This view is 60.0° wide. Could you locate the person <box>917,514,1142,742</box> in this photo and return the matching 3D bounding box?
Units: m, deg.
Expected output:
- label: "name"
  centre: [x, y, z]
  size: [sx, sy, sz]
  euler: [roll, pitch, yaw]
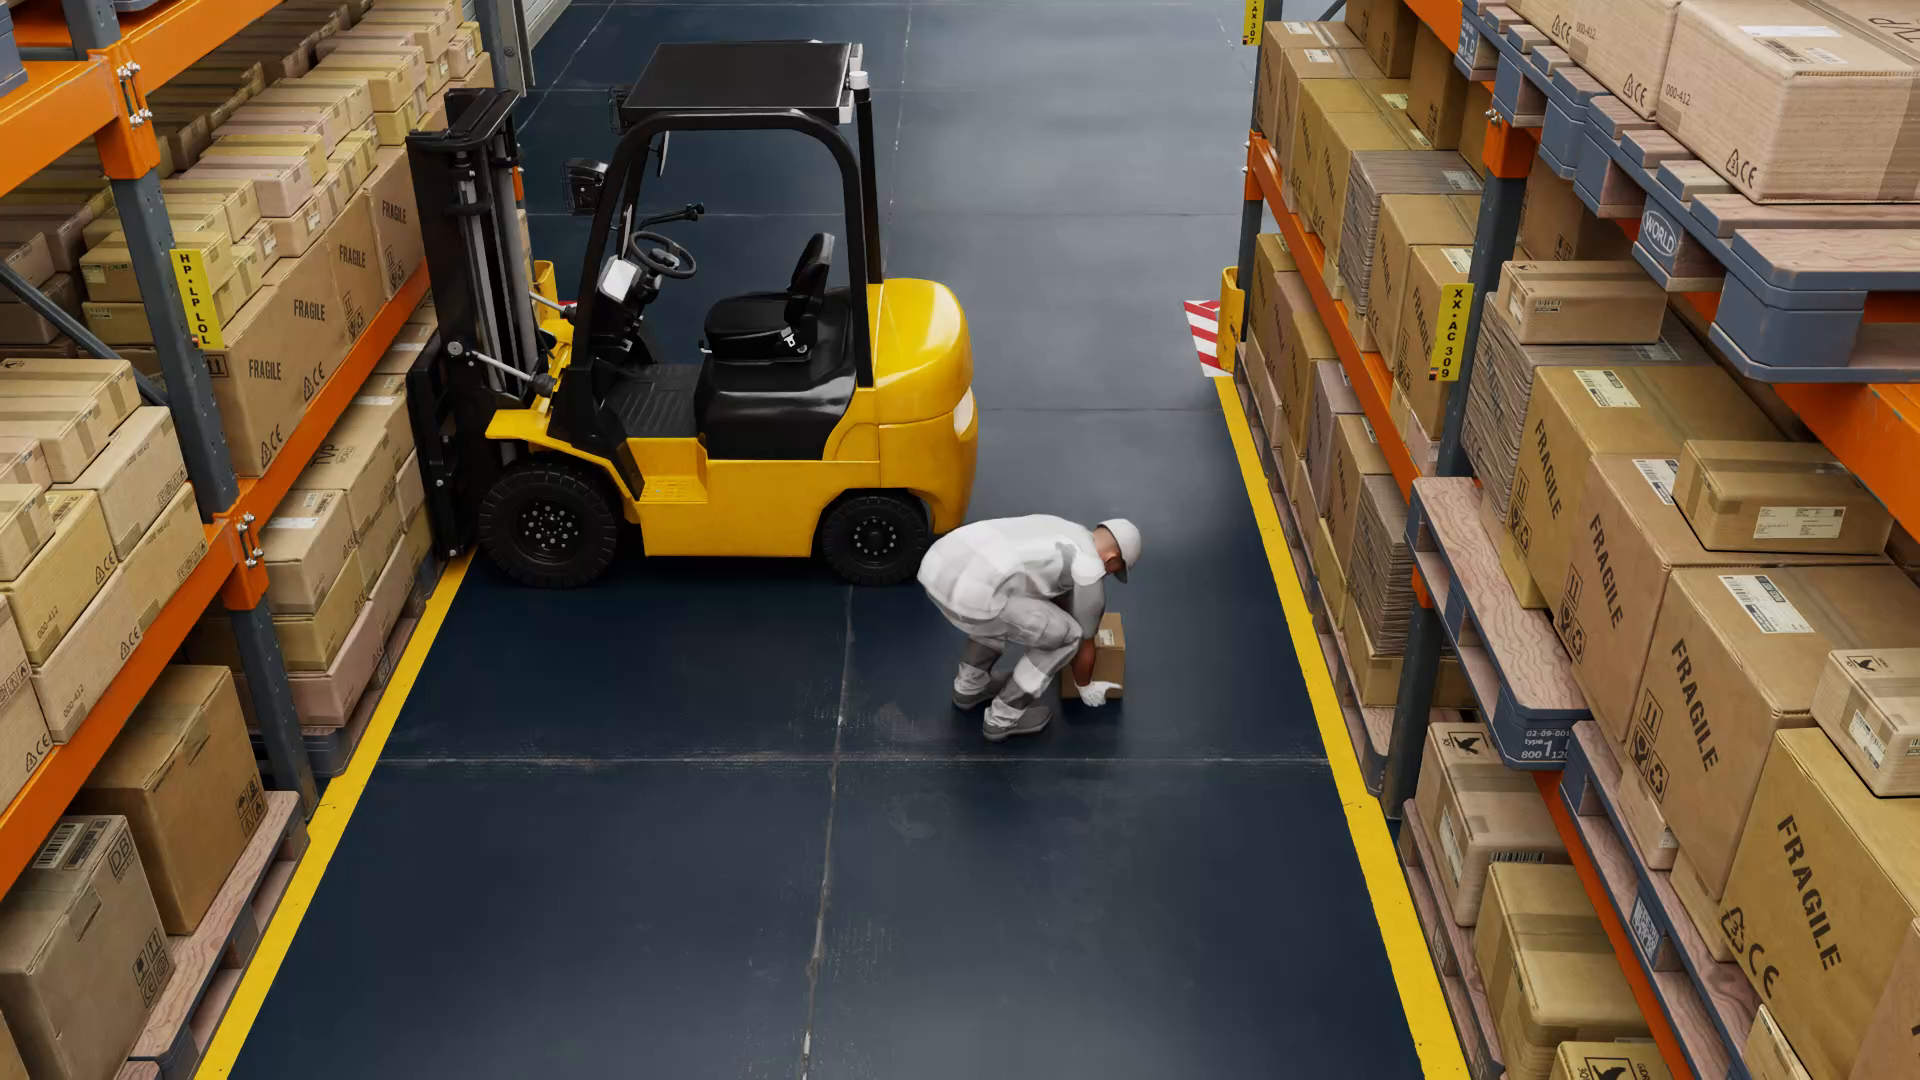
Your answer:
- label: "person"
  centre: [0.297, 0.284, 6.546]
  size: [0.962, 0.895, 0.535]
  euler: [-18, 35, -27]
